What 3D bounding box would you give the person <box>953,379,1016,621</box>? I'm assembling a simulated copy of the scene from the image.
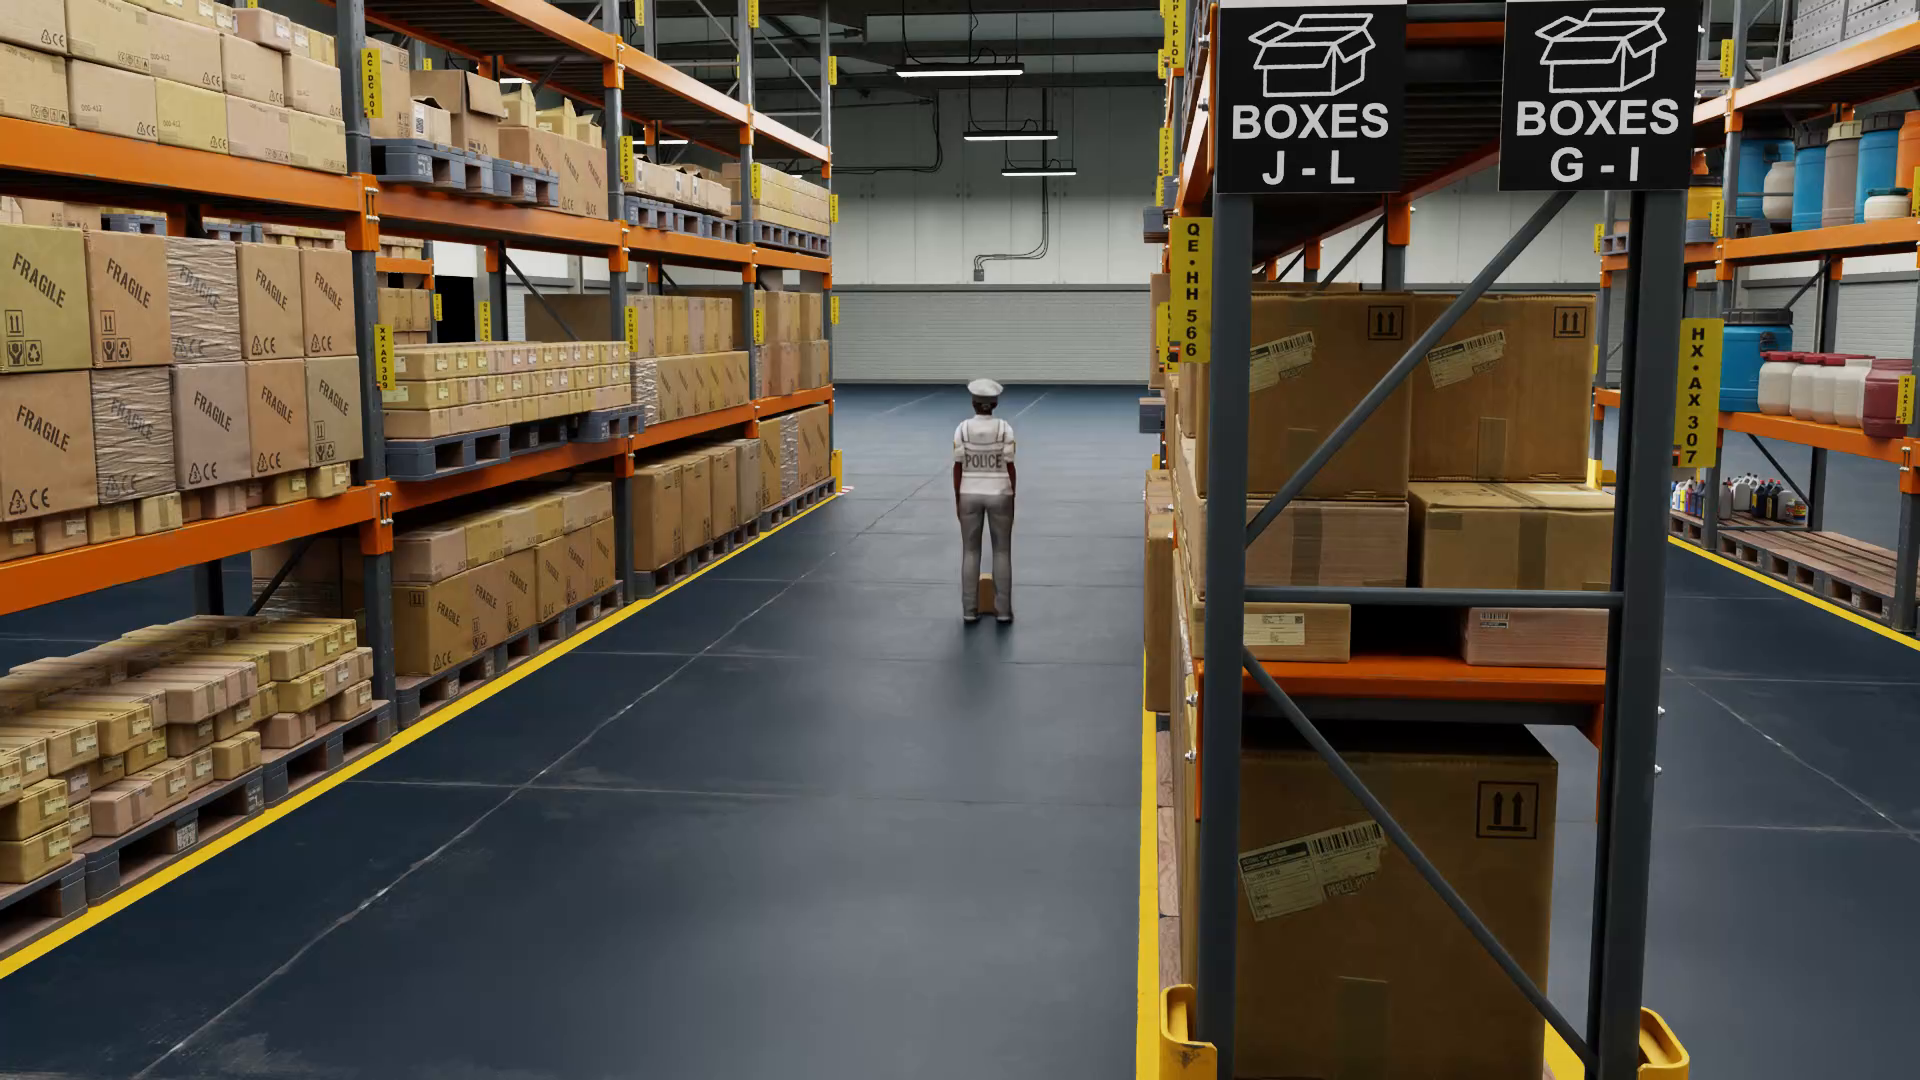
[{"bbox_3d":[0.172,-0.273,11.606,0.440,1.697,0.350,1,8,7],"label":"person"}]
